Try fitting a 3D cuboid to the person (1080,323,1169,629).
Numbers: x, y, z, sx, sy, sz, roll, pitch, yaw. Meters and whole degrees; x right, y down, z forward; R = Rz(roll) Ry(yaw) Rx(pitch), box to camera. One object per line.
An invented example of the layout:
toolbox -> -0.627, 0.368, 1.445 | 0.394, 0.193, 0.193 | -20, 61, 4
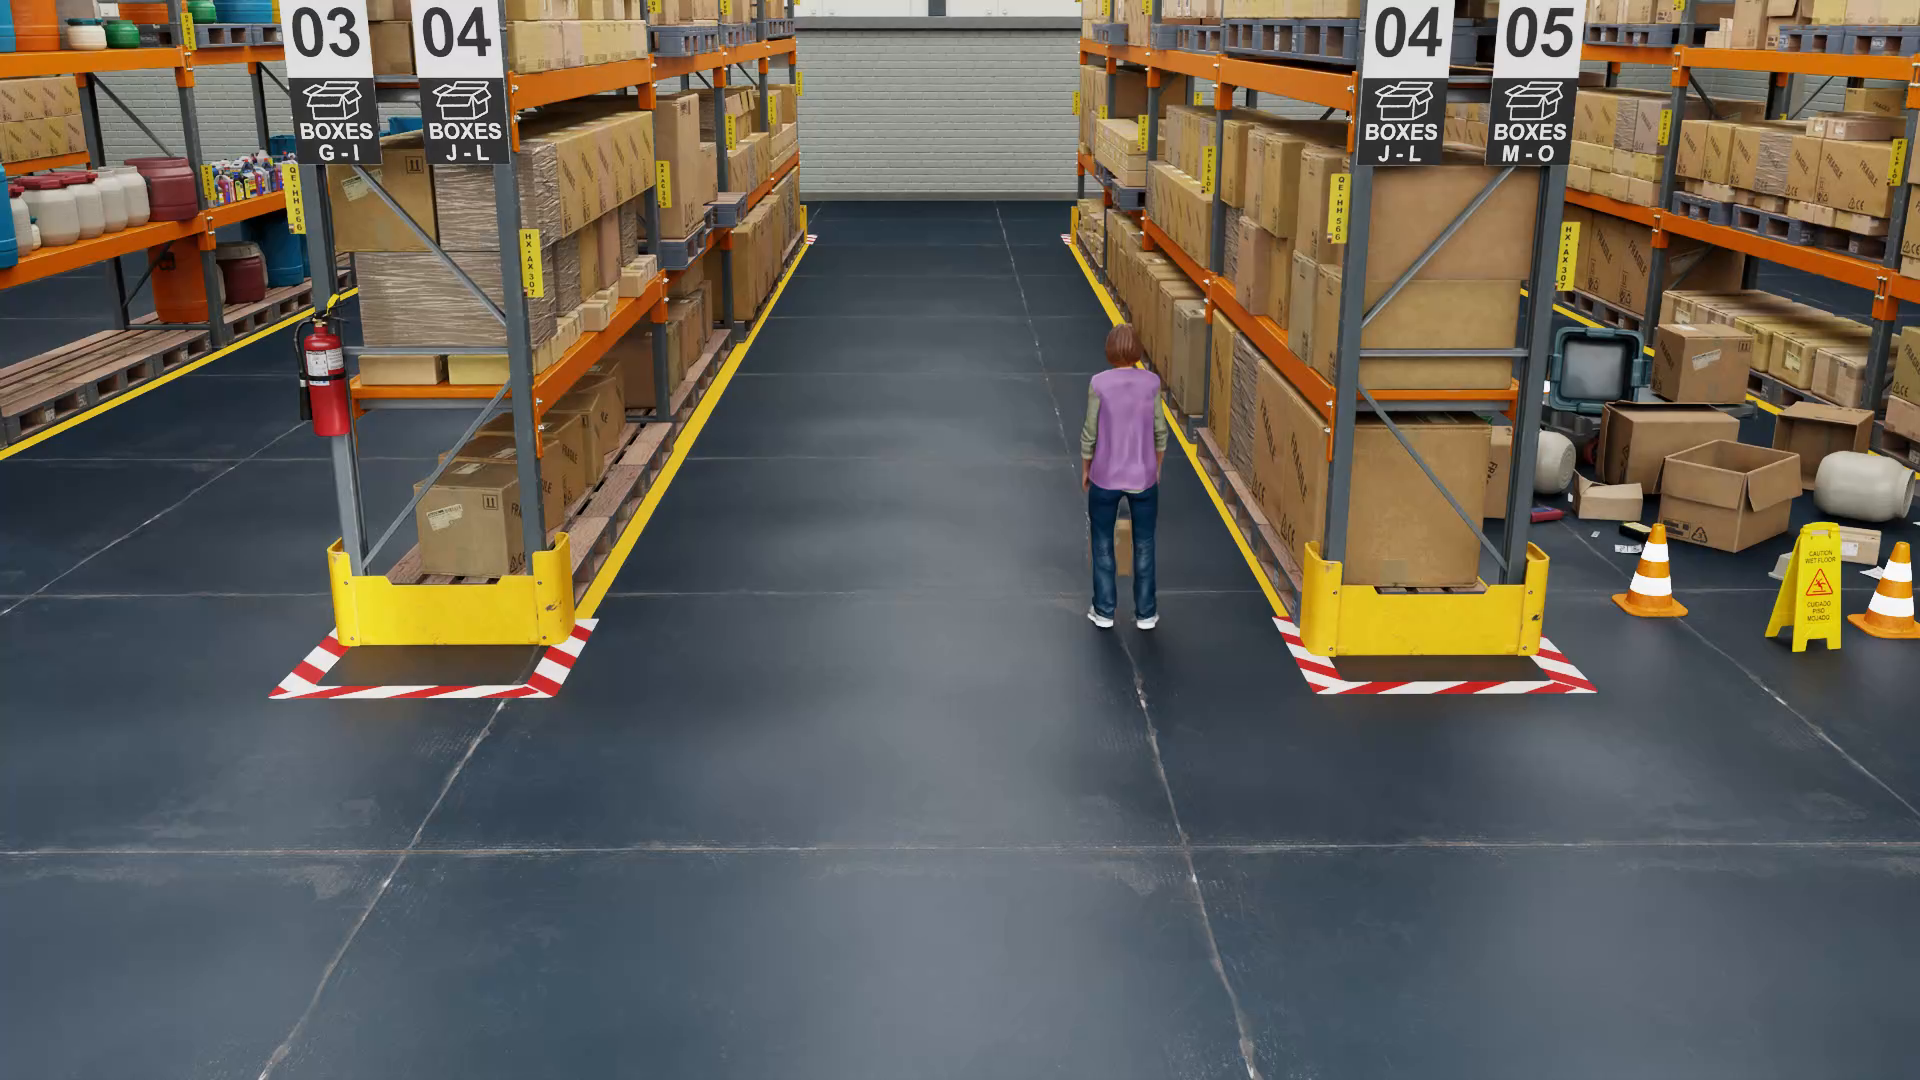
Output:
person -> 0.837, -0.314, 8.562 | 0.455, 1.596, 0.373 | -1, 17, -2
